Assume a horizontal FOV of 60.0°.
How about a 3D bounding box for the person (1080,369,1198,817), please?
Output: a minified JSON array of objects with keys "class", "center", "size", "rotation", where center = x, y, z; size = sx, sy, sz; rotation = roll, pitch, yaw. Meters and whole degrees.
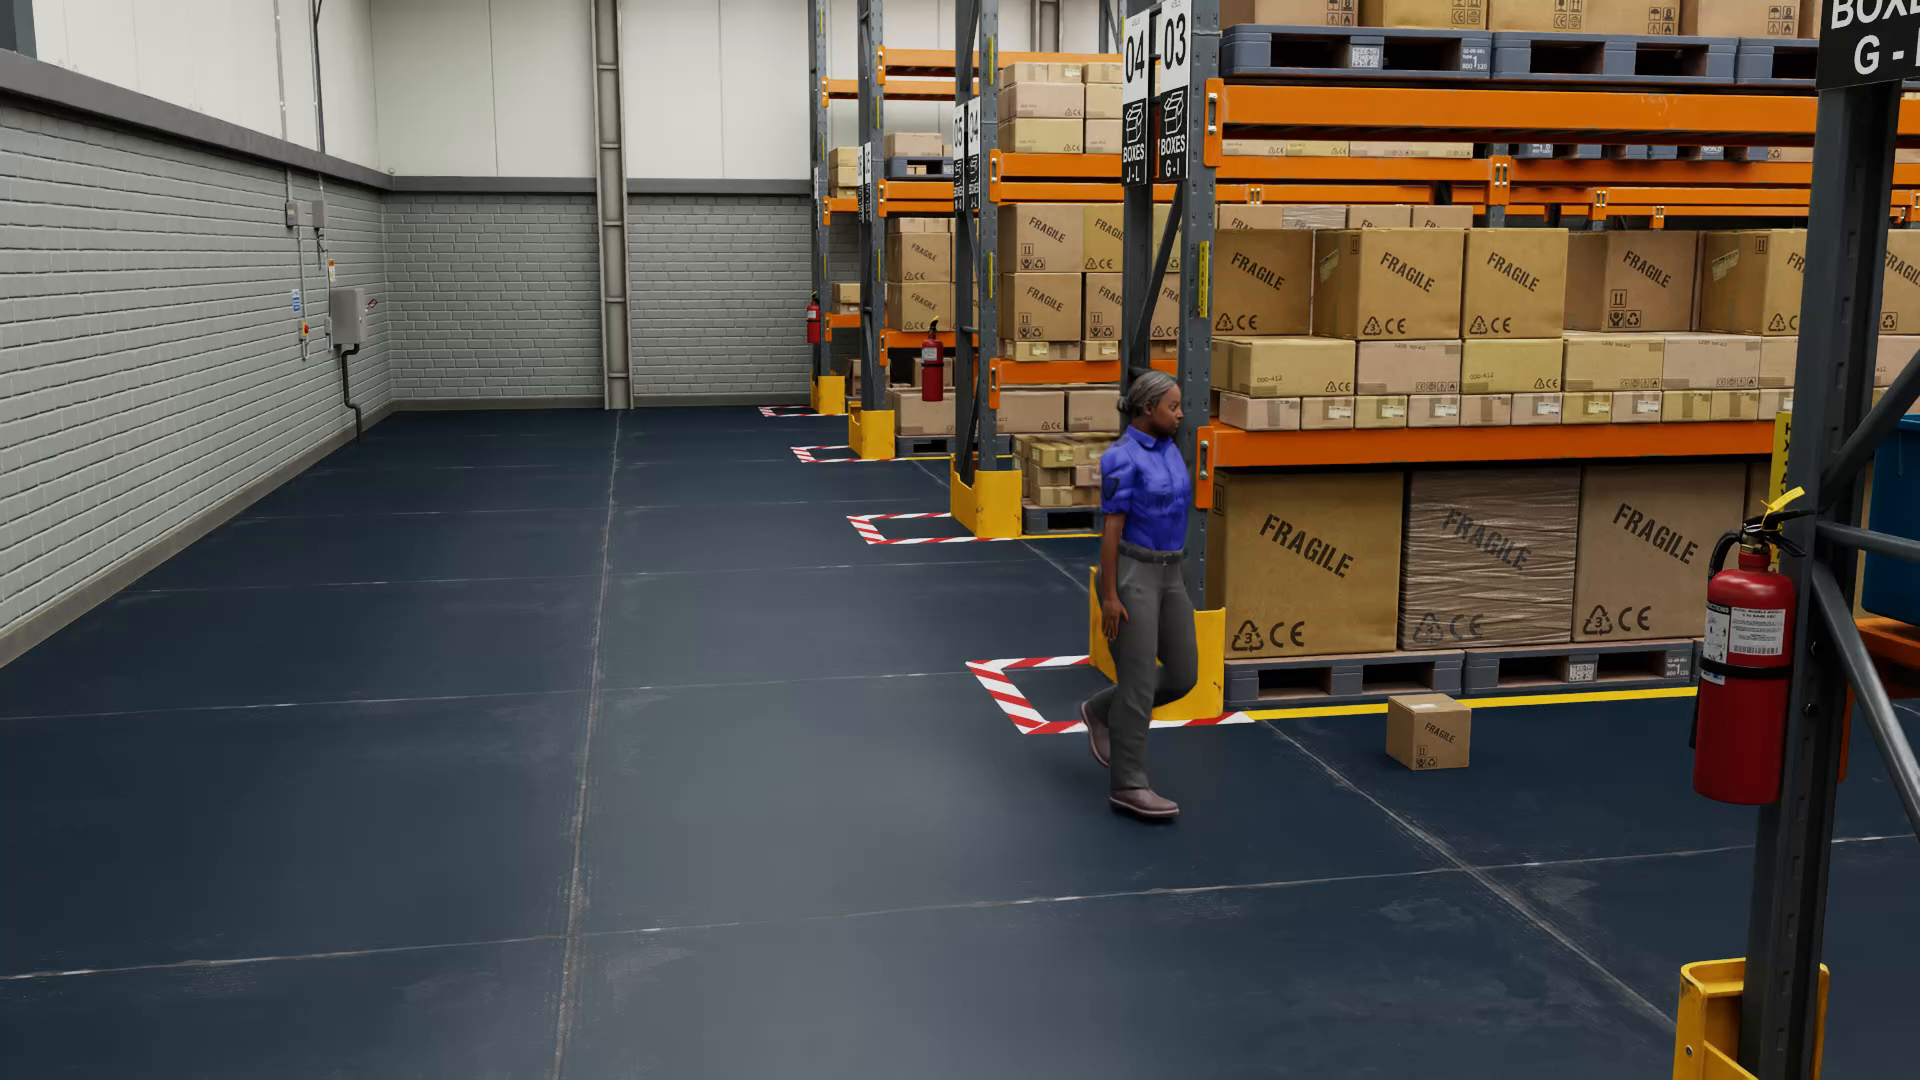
[{"class":"person","center":[0.683,0.174,6.335],"size":[0.617,1.638,0.511],"rotation":[9,13,43]}]
